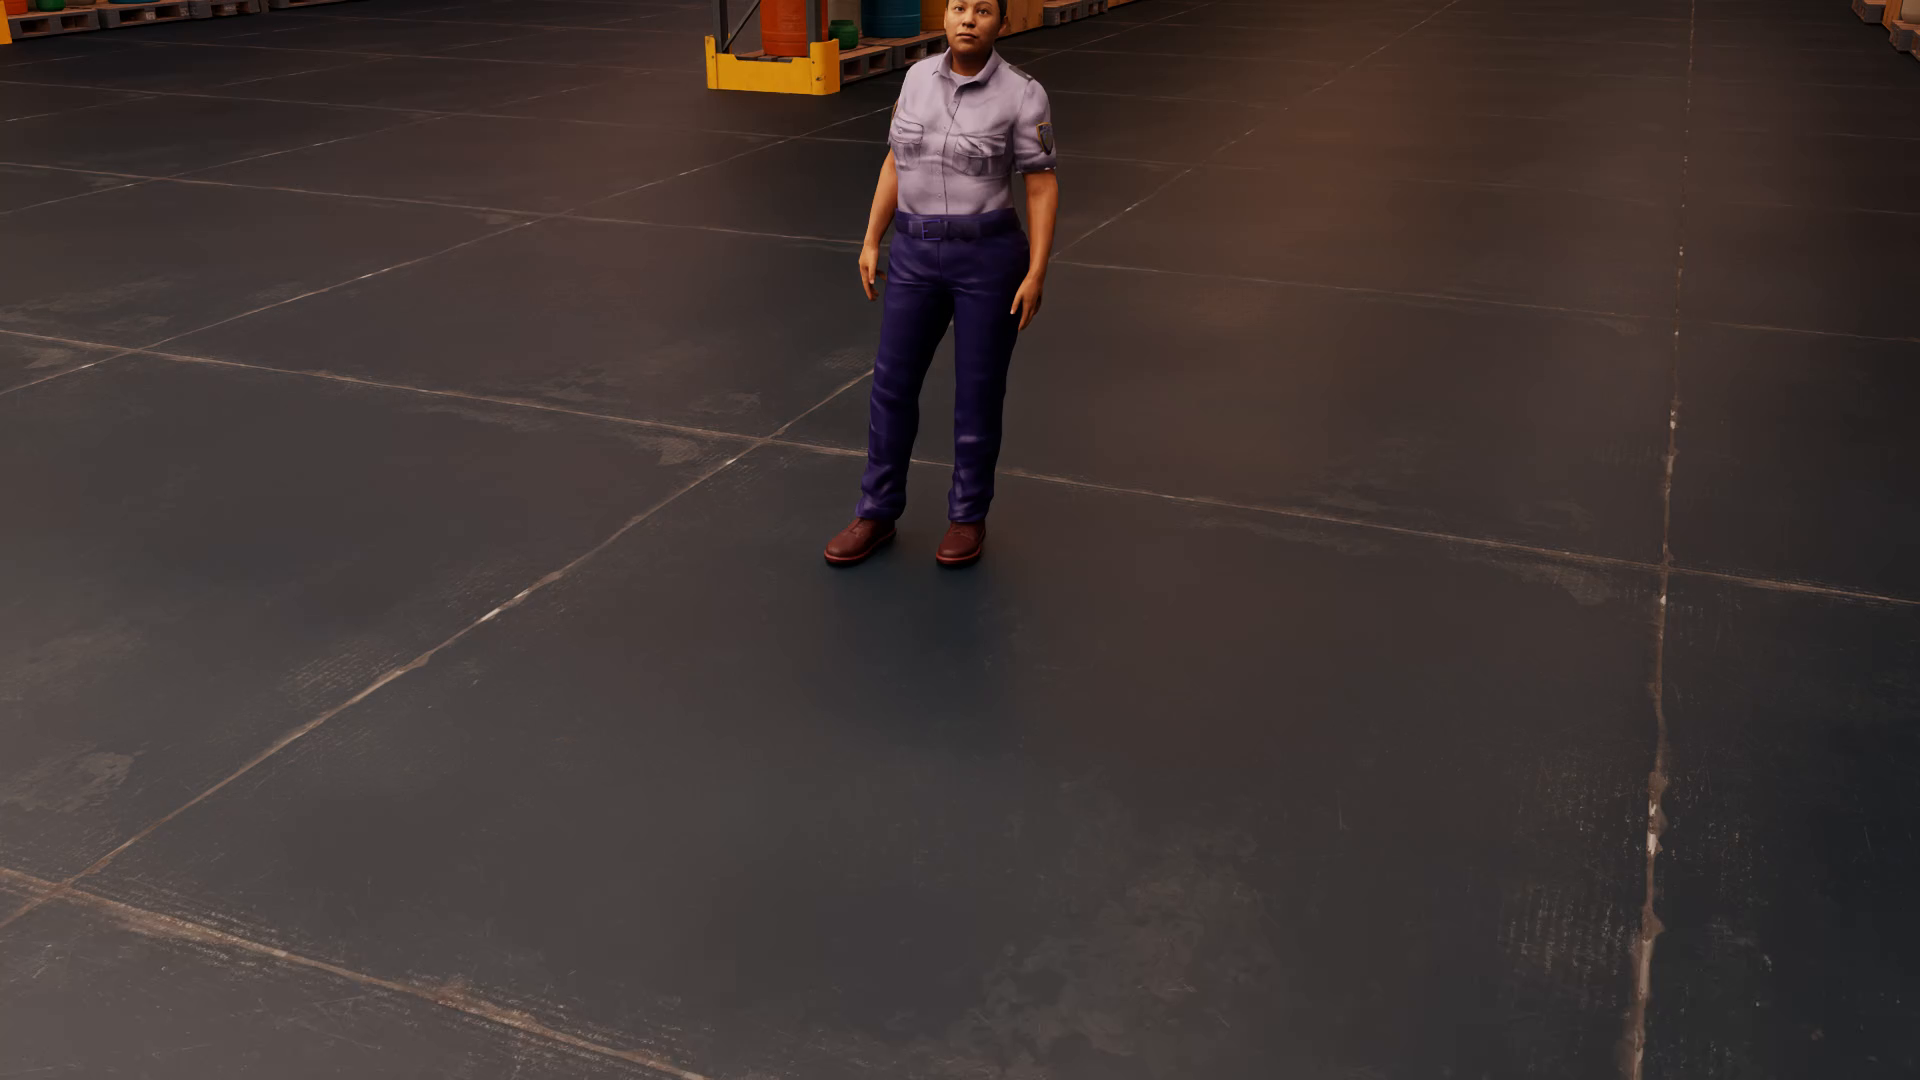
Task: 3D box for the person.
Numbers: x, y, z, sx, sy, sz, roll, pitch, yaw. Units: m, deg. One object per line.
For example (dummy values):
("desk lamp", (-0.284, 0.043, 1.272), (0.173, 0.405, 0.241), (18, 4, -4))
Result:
("person", (-0.056, -0.734, 4.705), (0.598, 1.643, 0.502), (9, 24, 21))
